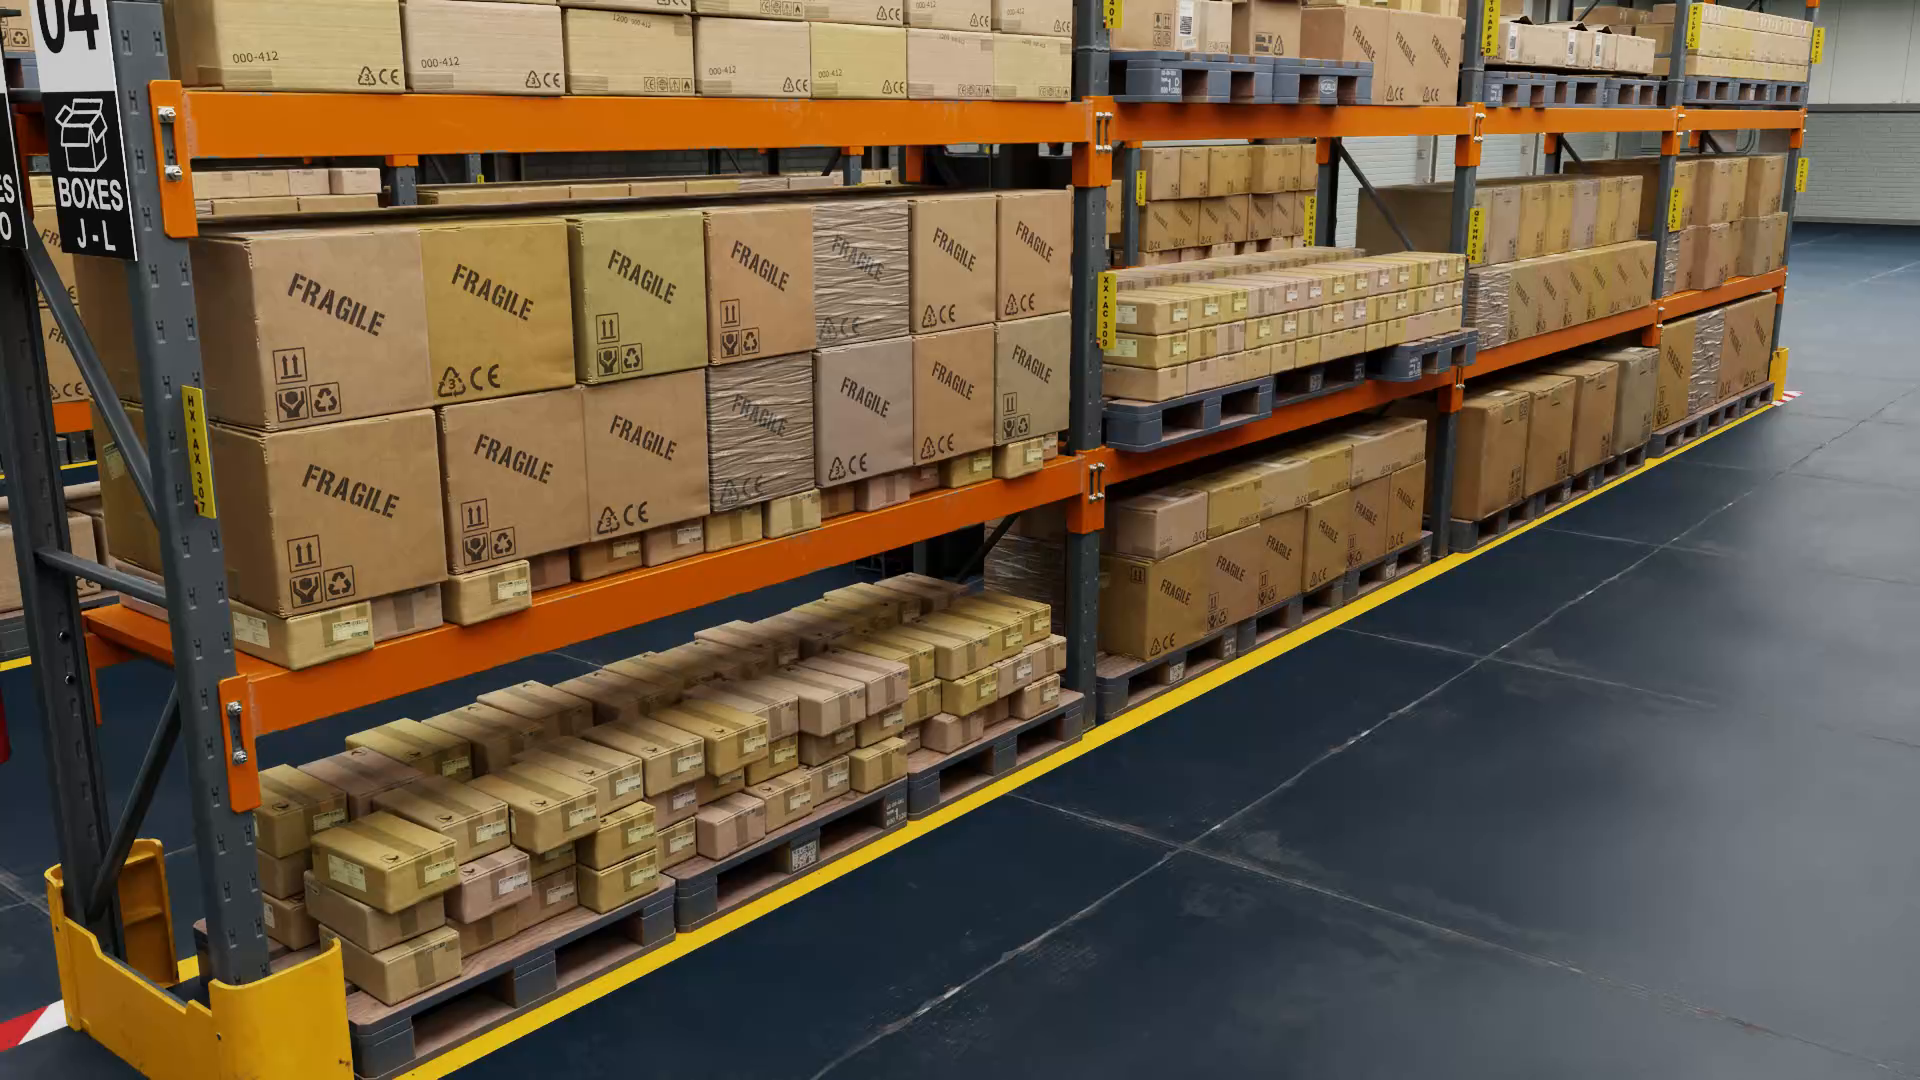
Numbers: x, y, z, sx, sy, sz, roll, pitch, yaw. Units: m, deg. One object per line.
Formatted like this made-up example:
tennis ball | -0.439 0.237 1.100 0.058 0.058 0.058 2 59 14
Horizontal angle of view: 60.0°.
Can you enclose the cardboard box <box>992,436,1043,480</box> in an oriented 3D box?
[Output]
cardboard box | 0.126 -0.369 6.993 0.380 0.149 0.250 11 18 36

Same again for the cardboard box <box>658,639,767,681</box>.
cardboard box | -0.994 0.530 6.673 0.380 0.149 0.250 10 18 35

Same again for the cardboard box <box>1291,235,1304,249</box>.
cardboard box | 3.687 -3.400 18.926 0.380 0.149 0.250 11 18 37

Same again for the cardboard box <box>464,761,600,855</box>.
cardboard box | -1.383 0.861 5.372 0.380 0.149 0.250 11 18 37

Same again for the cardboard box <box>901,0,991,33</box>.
cardboard box | -0.228 -2.046 6.280 0.500 0.250 0.500 10 18 35

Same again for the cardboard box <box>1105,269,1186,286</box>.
cardboard box | 0.955 -1.323 8.686 0.380 0.149 0.250 11 18 36

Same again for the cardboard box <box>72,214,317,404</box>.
cardboard box | -2.220 -0.685 4.890 0.500 0.500 0.500 11 18 36

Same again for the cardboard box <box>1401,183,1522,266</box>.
cardboard box | 3.321 -2.128 11.175 0.700 0.500 0.500 11 18 37

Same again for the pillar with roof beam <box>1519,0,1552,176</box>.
pillar with roof beam | 17.260 -11.304 37.343 9.100 9.000 0.400 11 18 38

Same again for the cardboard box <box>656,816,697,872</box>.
cardboard box | -1.152 1.039 5.879 0.380 0.149 0.250 11 18 38

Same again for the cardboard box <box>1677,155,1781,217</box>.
cardboard box | 7.205 -3.357 15.749 0.875 0.550 0.550 11 18 38

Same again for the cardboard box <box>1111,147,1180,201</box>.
cardboard box | 1.760 -3.654 16.578 0.700 0.500 0.500 11 18 37

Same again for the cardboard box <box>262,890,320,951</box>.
cardboard box | -2.145 1.163 5.388 0.380 0.149 0.250 12 18 38

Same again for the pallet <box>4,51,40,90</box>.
pallet | -5.003 -2.418 8.635 1.003 0.211 1.213 11 18 38

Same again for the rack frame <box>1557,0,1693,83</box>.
rack frame | 5.228 -5.087 12.873 1.000 3.000 0.127 11 18 38

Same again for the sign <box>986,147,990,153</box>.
sign | 0.379 -5.049 22.074 0.100 0.325 0.005 11 18 38

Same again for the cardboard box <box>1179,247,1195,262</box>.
cardboard box | 2.206 -2.969 17.230 0.380 0.149 0.250 12 19 39

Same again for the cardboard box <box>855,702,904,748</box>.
cardboard box | -0.445 0.688 6.655 0.380 0.149 0.250 12 18 39

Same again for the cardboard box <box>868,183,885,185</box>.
cardboard box | -1.156 -4.370 20.713 0.380 0.149 0.250 11 18 36

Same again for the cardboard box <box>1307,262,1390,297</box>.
cardboard box | 2.117 -1.424 9.086 0.380 0.149 0.250 11 18 38

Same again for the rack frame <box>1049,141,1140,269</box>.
rack frame | 1.315 -2.926 16.551 1.000 3.000 0.127 11 18 38

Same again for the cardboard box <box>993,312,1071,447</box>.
cardboard box | 0.116 -0.704 6.995 0.500 0.500 0.500 11 18 38

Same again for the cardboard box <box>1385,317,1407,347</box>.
cardboard box | 2.283 -1.186 9.357 0.380 0.149 0.250 11 18 37

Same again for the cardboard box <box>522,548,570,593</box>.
cardboard box | -1.460 0.059 5.307 0.380 0.149 0.250 12 19 40

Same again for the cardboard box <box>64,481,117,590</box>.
cardboard box | -4.754 -0.081 9.700 0.875 0.438 0.875 11 18 36

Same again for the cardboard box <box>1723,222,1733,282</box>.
cardboard box | 6.465 -2.636 15.103 0.875 0.550 0.500 11 18 38

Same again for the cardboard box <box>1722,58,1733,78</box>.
cardboard box | 6.198 -3.926 13.849 0.380 0.149 0.250 11 18 37

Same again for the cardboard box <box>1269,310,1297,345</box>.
cardboard box | 1.459 -1.079 8.332 0.380 0.149 0.250 12 19 40

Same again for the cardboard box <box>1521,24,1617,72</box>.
cardboard box | 4.298 -3.473 11.734 0.500 0.311 0.500 10 18 36

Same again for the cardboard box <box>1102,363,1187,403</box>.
cardboard box | 0.806 -0.734 7.577 0.380 0.149 0.250 10 17 35

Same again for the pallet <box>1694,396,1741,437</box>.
pallet | 6.533 -1.196 15.404 1.003 0.211 1.213 11 18 38

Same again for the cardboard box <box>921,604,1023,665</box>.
cardboard box | 0.049 0.406 7.163 0.380 0.149 0.250 12 18 38

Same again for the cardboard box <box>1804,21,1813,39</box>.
cardboard box | 7.795 -4.799 15.666 0.380 0.149 0.250 11 18 38

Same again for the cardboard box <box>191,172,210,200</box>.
cardboard box | -4.348 -1.949 9.151 0.380 0.149 0.250 11 18 37

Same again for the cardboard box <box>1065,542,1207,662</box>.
cardboard box | 0.871 0.260 8.232 0.500 0.500 0.500 12 19 40

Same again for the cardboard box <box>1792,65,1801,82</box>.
cardboard box | 7.638 -4.366 15.578 0.380 0.149 0.250 11 18 38

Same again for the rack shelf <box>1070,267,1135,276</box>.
rack shelf | 0.058 -2.195 15.132 1.077 0.370 4.000 11 18 38

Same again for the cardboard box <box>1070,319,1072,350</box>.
cardboard box | 0.461 -1.031 8.143 0.380 0.149 0.250 11 18 38

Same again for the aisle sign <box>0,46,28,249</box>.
aisle sign | -2.593 -1.174 4.373 0.394 0.787 0.004 11 18 38

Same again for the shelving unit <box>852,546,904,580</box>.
shelving unit | -0.521 -0.223 10.145 0.258 0.900 0.210 8 21 30

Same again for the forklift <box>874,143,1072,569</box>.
forklift | 0.317 -1.553 11.282 1.130 2.935 3.031 8 16 30

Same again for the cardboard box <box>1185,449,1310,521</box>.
cardboard box | 1.527 -0.303 8.925 0.500 0.250 0.500 12 19 40

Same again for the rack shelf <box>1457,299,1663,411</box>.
rack shelf | 3.971 -1.448 12.192 1.077 0.370 4.000 11 18 38

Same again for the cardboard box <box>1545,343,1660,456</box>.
cardboard box | 4.908 -1.160 13.314 1.050 0.750 0.750 11 18 37

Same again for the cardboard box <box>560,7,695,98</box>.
cardboard box | -1.185 -1.510 5.188 0.500 0.250 0.500 11 18 36

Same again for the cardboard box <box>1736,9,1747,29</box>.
cardboard box | 6.361 -4.363 13.948 0.380 0.149 0.250 12 18 38

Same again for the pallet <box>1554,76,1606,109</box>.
pallet | 3.778 -3.122 11.613 1.003 0.211 1.213 12 19 40

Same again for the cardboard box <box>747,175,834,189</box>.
cardboard box | -1.321 -2.554 12.851 0.500 0.500 0.500 11 18 36

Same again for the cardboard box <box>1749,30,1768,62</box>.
cardboard box | 6.704 -4.298 14.502 0.500 0.250 0.500 11 18 38

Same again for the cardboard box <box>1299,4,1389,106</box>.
cardboard box | 1.931 -2.575 8.870 0.500 0.500 0.500 11 18 38

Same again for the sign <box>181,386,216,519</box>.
sign | -1.892 -0.217 4.128 0.100 0.325 0.005 11 18 38

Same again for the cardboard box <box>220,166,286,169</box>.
cardboard box | -4.262 -2.170 10.022 0.380 0.149 0.250 12 18 38
